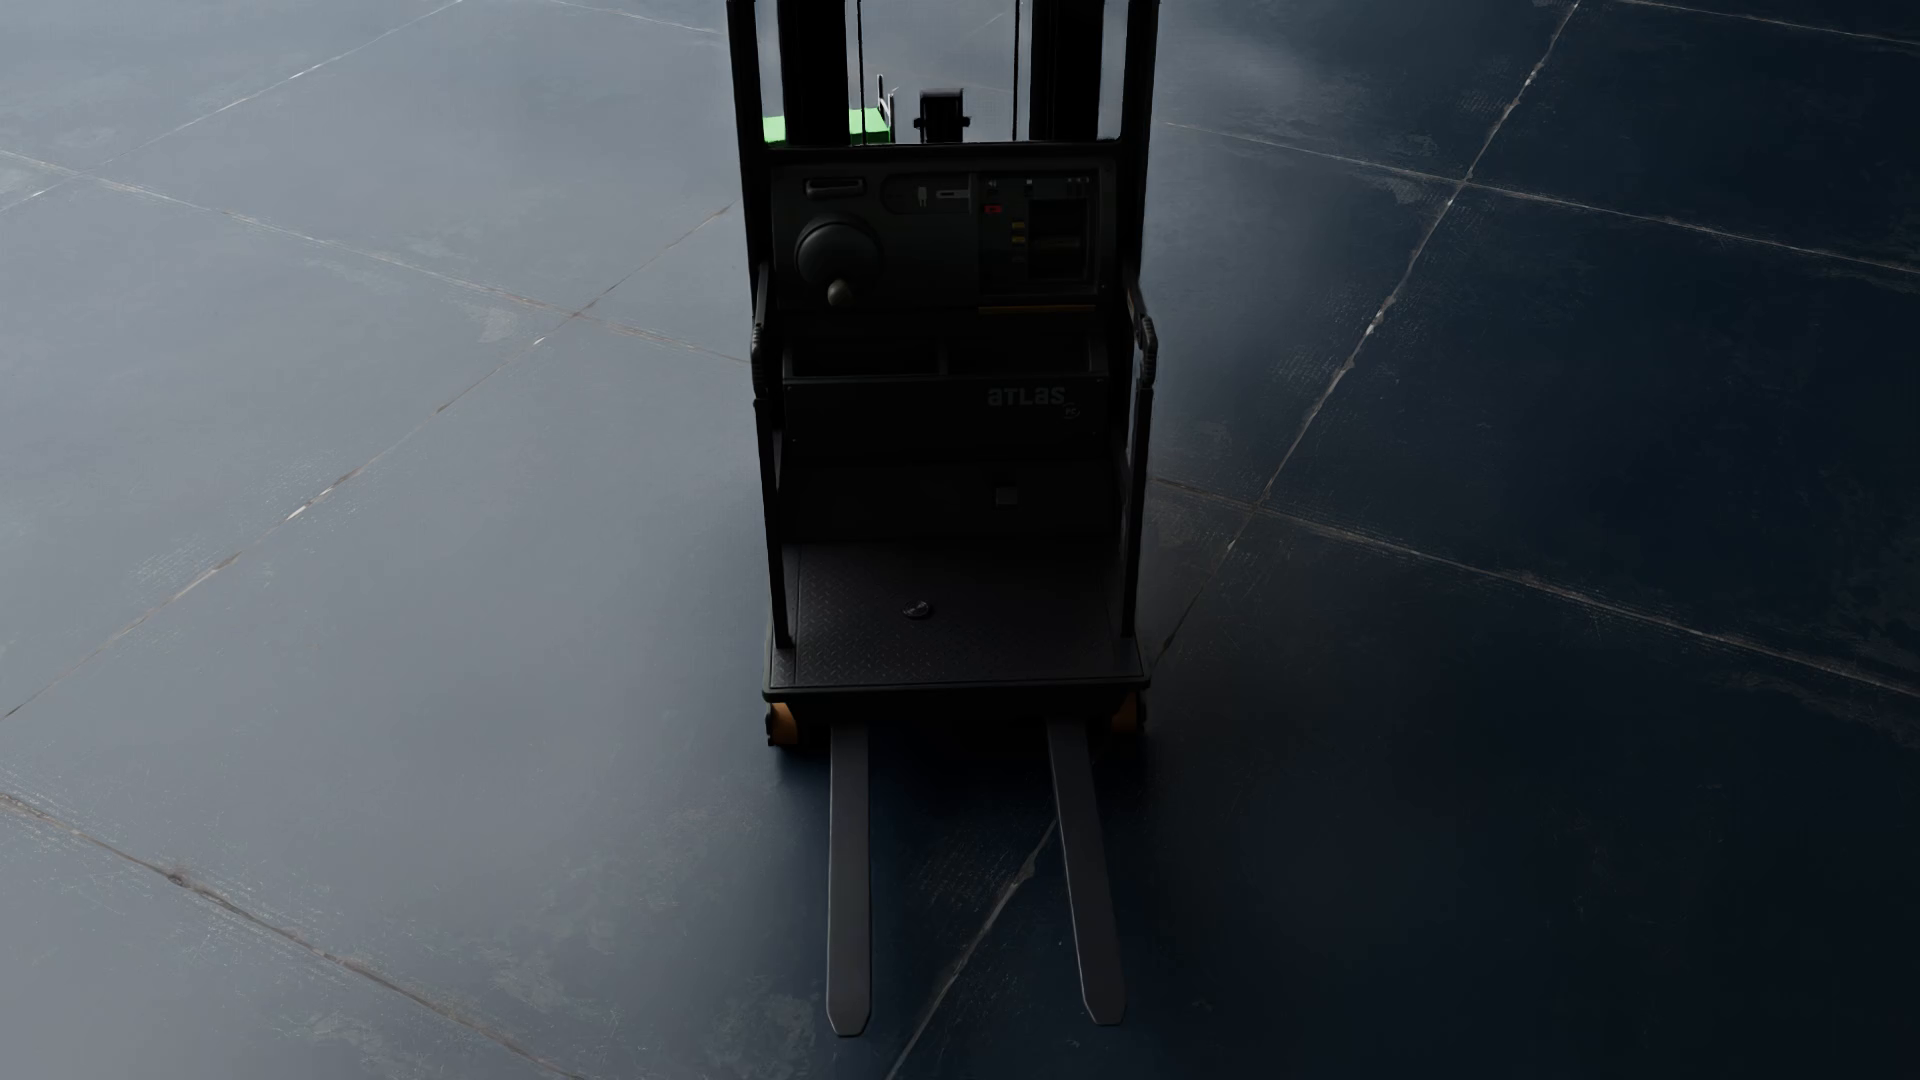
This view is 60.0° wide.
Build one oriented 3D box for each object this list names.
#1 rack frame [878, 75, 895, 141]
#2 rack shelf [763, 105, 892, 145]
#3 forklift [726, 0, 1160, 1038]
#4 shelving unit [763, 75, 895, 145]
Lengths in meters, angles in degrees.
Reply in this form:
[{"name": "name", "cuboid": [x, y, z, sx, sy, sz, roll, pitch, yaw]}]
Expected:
[{"name": "rack frame", "cuboid": [-0.254, -1.102, 6.196, 0.015, 1.200, 0.240, -7, 34, -10]}, {"name": "rack shelf", "cuboid": [-0.498, -1.420, 5.927, 0.480, 0.148, 0.258, -7, 34, -10]}, {"name": "forklift", "cuboid": [-0.029, -0.761, 4.329, 1.130, 2.935, 3.031, -2, 37, -2]}, {"name": "shelving unit", "cuboid": [-0.493, -1.072, 6.155, 0.503, 1.200, 0.258, -7, 34, -10]}]
